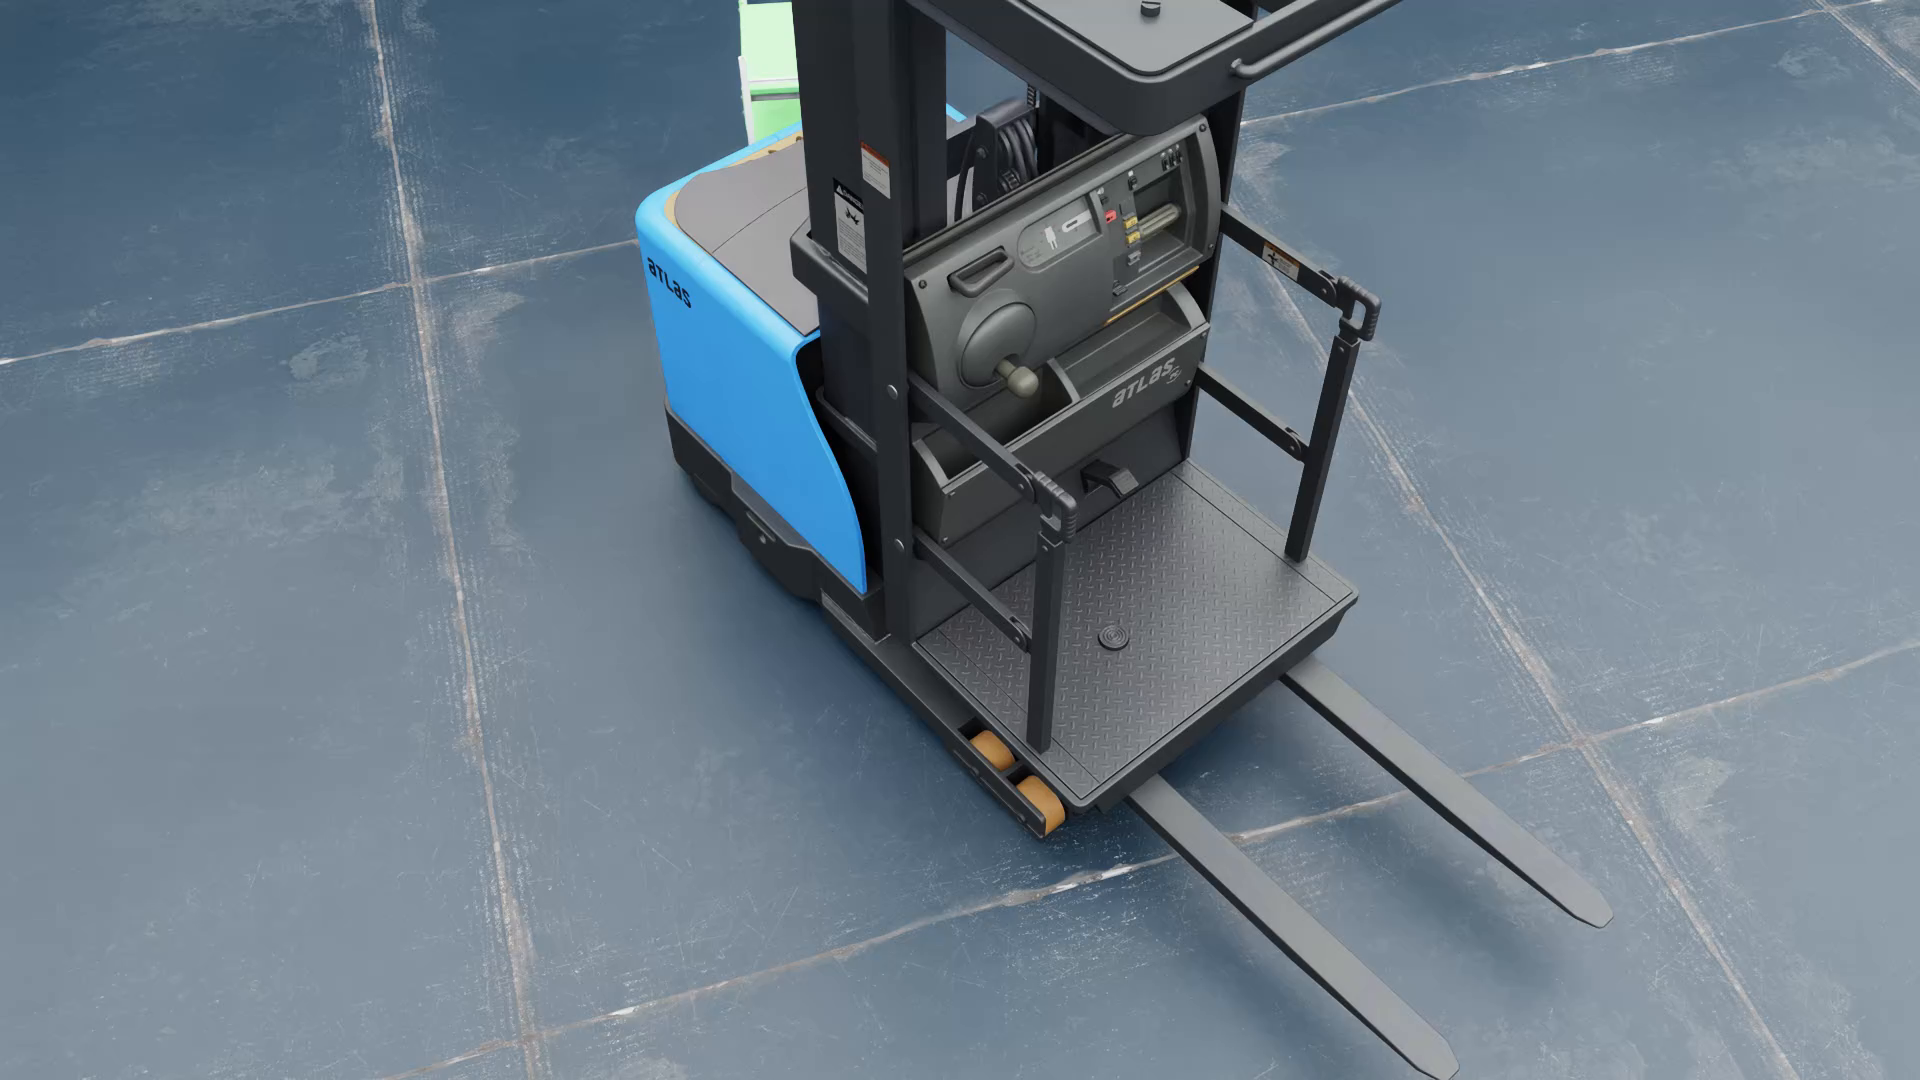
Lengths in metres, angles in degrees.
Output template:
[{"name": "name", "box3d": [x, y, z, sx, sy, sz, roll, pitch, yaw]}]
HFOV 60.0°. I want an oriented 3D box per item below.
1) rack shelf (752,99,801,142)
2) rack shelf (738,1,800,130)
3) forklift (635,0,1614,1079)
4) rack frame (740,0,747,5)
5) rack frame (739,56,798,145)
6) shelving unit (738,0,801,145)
[{"name": "rack shelf", "box3d": [-0.553, -1.333, 5.359, 0.258, 0.148, 0.480, -4, 50, -4]}, {"name": "rack shelf", "box3d": [-0.553, -1.488, 5.175, 0.258, 0.148, 0.480, -4, 50, -4]}, {"name": "forklift", "box3d": [0.408, -0.578, 3.820, 1.130, 2.935, 3.031, -33, 57, -25]}, {"name": "rack frame", "box3d": [-0.578, -1.405, 5.650, 0.240, 1.200, 0.015, -4, 50, -4]}, {"name": "rack frame", "box3d": [-0.528, -1.034, 5.337, 0.240, 1.200, 0.015, -4, 50, -4]}, {"name": "shelving unit", "box3d": [-0.553, -1.220, 5.493, 0.258, 1.200, 0.503, -4, 50, -4]}]
